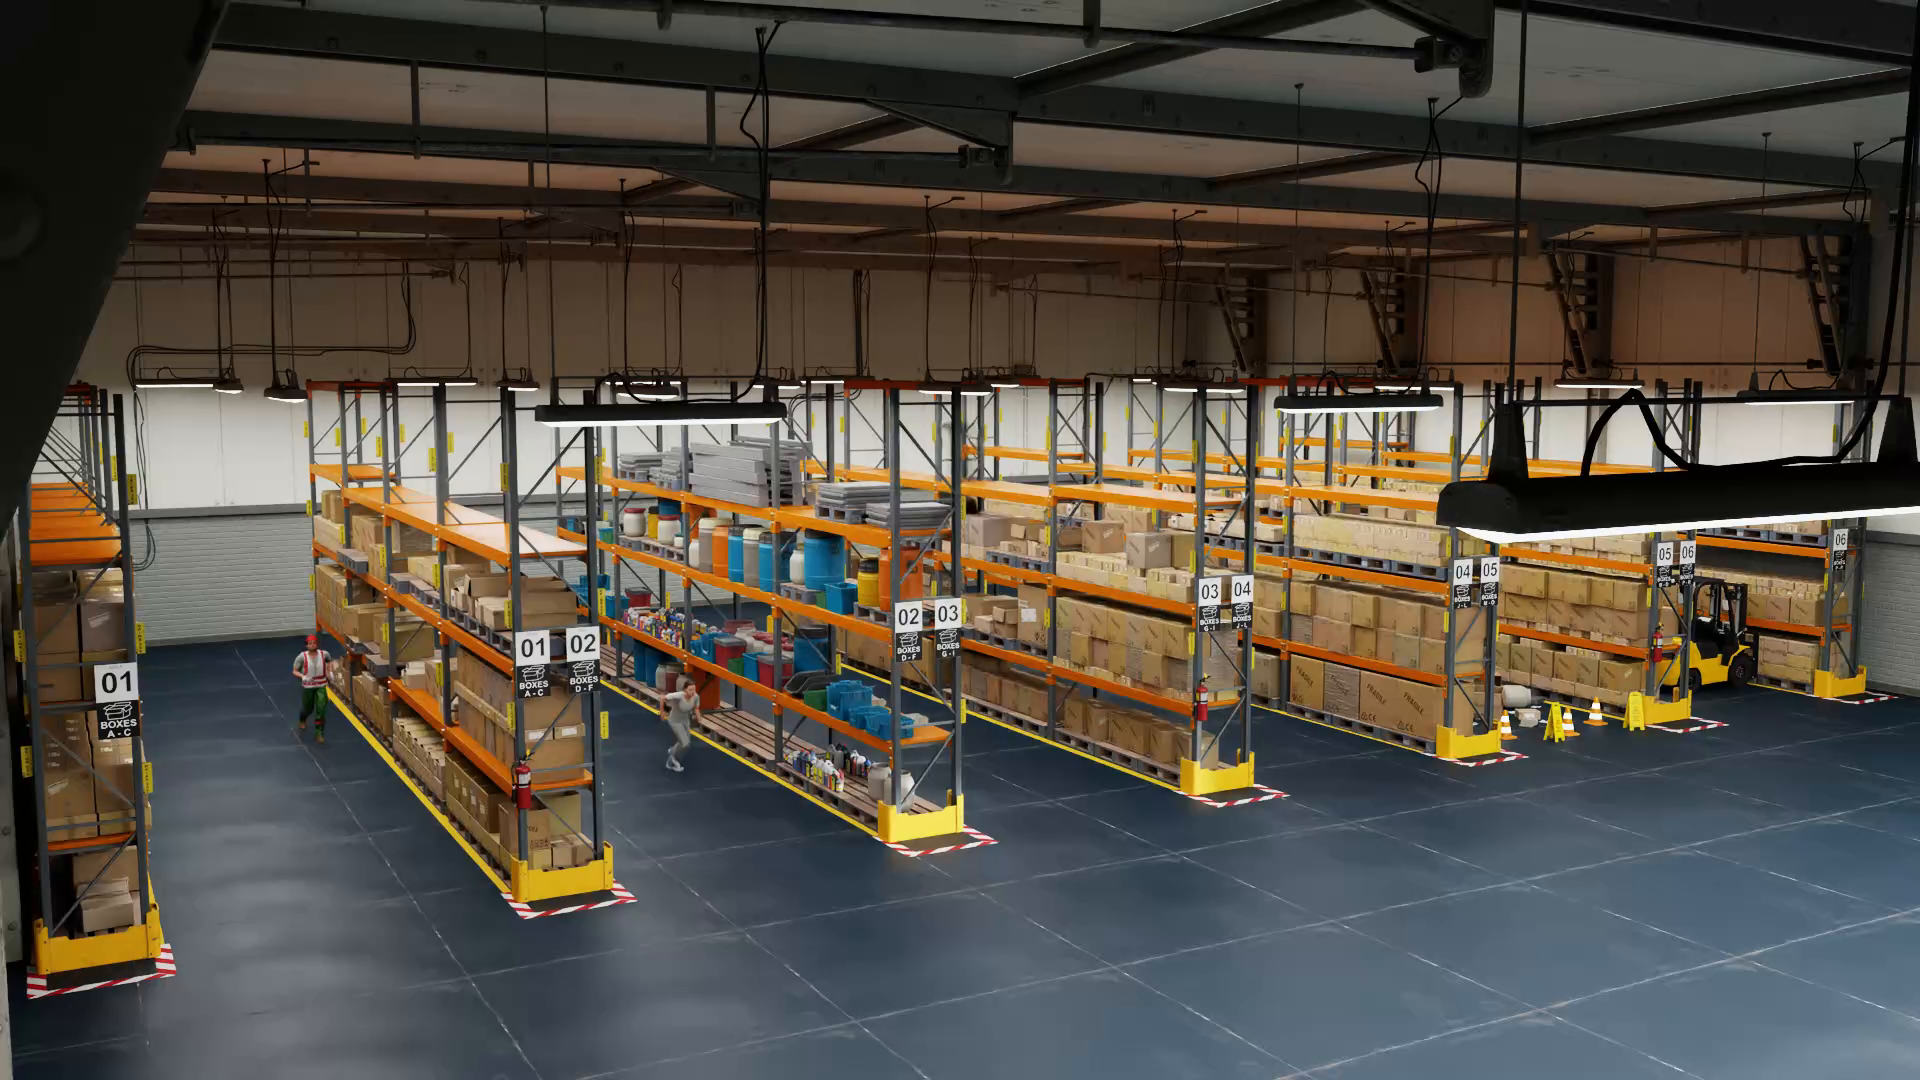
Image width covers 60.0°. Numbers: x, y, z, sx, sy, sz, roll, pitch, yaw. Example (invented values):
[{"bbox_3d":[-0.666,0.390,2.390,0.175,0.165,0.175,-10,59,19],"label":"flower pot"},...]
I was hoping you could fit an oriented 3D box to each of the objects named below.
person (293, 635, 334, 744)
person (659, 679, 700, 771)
[{"bbox_3d":[-10.876,2.475,27.996,0.667,1.786,0.956,-4,7,-31],"label":"person"},{"bbox_3d":[-4.314,2.865,25.624,0.590,1.504,0.818,-5,8,-42],"label":"person"}]
